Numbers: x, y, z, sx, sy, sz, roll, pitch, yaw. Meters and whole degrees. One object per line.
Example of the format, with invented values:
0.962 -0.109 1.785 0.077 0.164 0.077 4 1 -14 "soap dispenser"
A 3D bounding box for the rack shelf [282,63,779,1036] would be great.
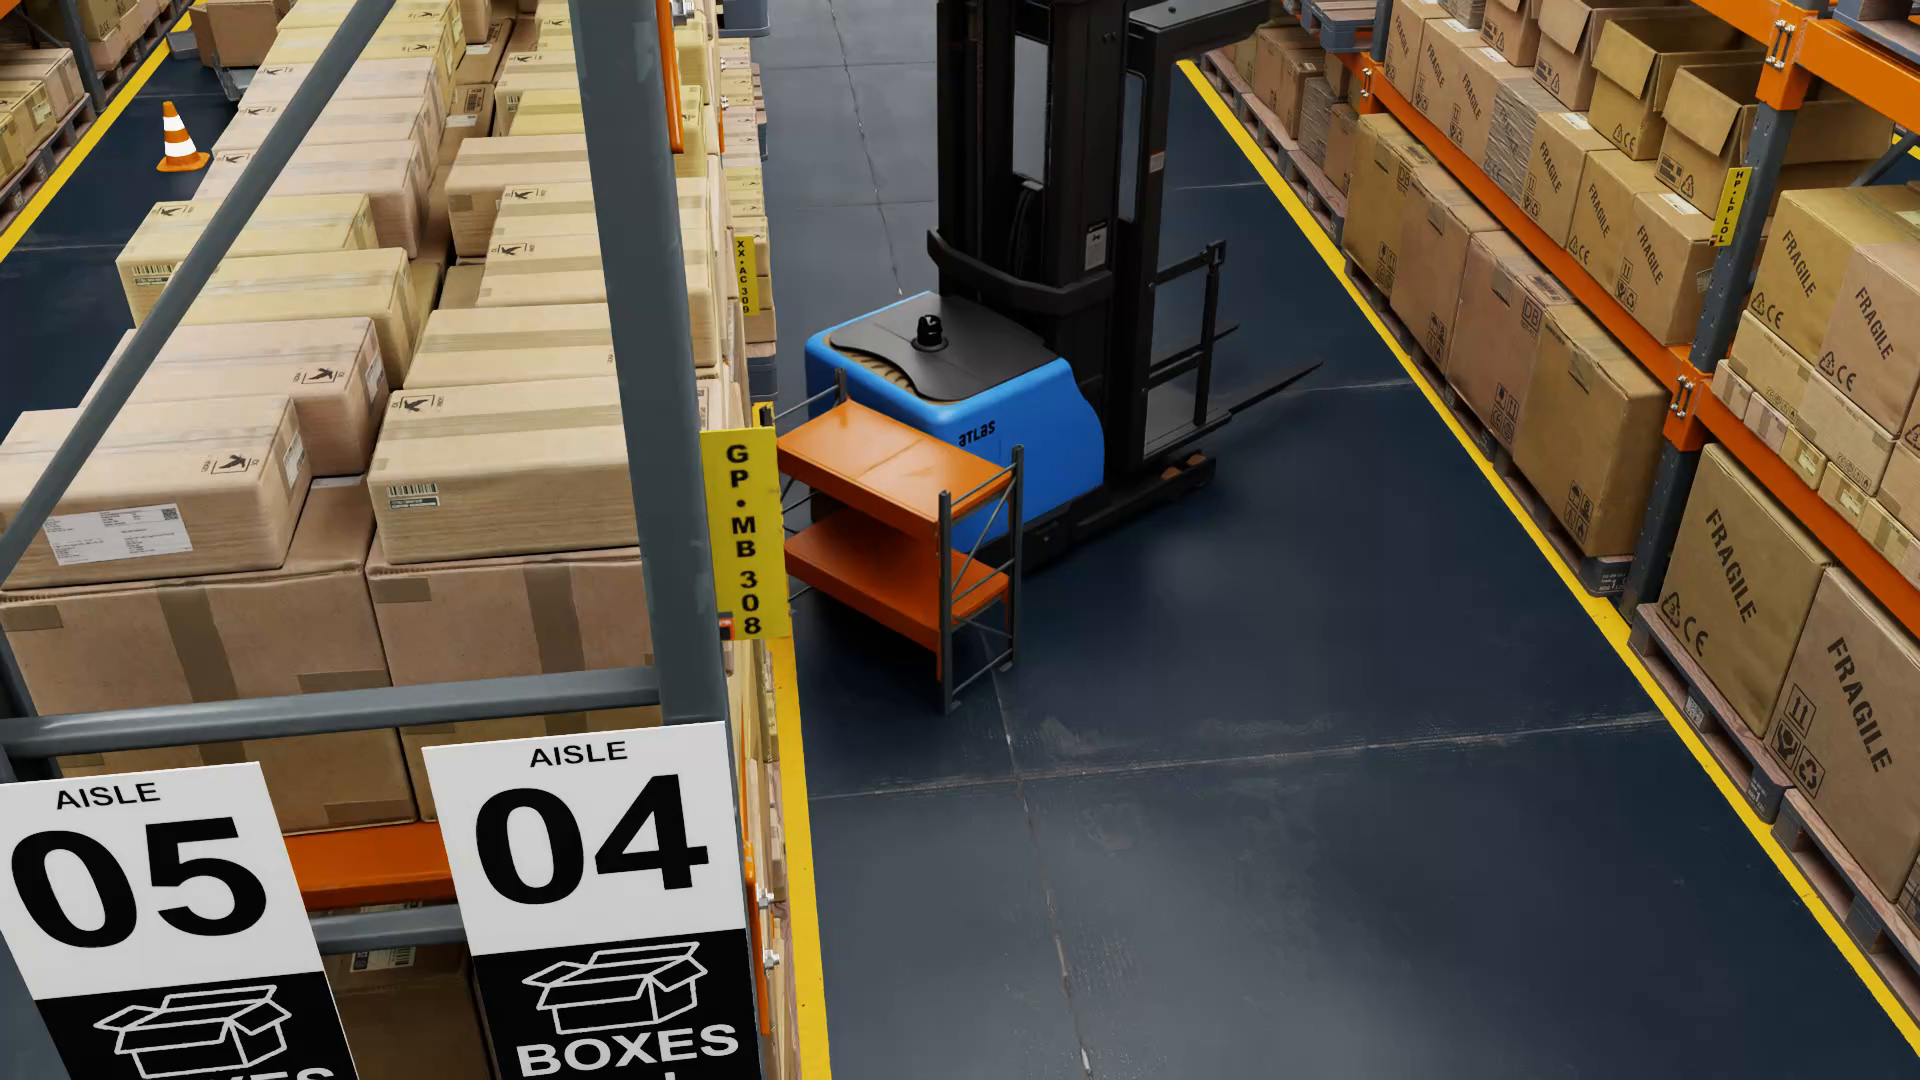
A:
-1.086 -0.419 4.176 1.077 0.370 4.000 -4 35 -6 "rack shelf"

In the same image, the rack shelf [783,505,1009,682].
-0.296 0.195 7.399 1.000 0.278 0.538 26 42 33 "rack shelf"

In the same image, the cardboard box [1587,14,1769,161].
3.399 -2.107 7.699 0.797 0.503 0.637 -4 34 -6 "cardboard box"

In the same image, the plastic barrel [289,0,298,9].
-6.082 -4.755 14.852 0.512 0.421 0.421 20 39 26 "plastic barrel"

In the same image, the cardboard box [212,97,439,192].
-1.294 -0.790 3.417 0.380 0.149 0.250 -4 34 -5 "cardboard box"

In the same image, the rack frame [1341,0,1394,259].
3.036 -3.144 10.200 1.000 3.000 0.127 -4 35 -6 "rack frame"

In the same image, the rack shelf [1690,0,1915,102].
3.305 -2.970 7.920 1.077 0.370 4.000 -4 35 -6 "rack shelf"

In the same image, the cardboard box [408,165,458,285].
-1.267 -0.554 3.424 0.500 0.250 0.500 -4 34 -6 "cardboard box"

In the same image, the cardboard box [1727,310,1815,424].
3.377 -0.691 6.469 0.500 0.250 0.500 -5 35 -7 "cardboard box"

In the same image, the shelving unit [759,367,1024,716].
-0.296 -0.007 7.261 1.048 1.125 0.538 26 42 33 "shelving unit"

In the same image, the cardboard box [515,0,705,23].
-0.982 -1.447 4.735 0.500 0.250 0.500 -6 35 -8 "cardboard box"

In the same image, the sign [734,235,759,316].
-0.818 -0.996 6.279 0.100 0.325 0.005 -4 35 -6 "sign"

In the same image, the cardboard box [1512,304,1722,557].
3.468 -0.563 7.926 1.225 0.875 0.875 -4 35 -6 "cardboard box"

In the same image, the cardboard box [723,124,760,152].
-1.094 -1.743 7.466 0.380 0.149 0.250 -5 35 -7 "cardboard box"

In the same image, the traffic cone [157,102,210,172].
-5.768 -2.991 12.228 0.336 0.463 0.334 -4 35 -6 "traffic cone"

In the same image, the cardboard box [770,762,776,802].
-0.913 0.899 6.426 0.380 0.149 0.250 -5 35 -8 "cardboard box"

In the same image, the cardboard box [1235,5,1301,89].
2.604 -3.913 13.157 0.700 0.500 0.500 -5 35 -7 "cardboard box"

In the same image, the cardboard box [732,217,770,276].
-0.952 -1.163 6.614 0.380 0.149 0.250 -3 34 -4 "cardboard box"

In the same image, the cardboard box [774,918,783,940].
-0.747 1.347 5.240 0.380 0.149 0.250 -4 34 -6 "cardboard box"

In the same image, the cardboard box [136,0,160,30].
-7.291 -4.605 14.413 0.500 0.250 0.500 -5 35 -7 "cardboard box"

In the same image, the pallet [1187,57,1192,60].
2.372 -4.596 14.806 1.003 0.211 1.213 -4 35 -6 "pallet"

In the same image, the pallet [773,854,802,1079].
-1.062 1.614 5.694 1.003 0.211 1.213 -4 35 -6 "pallet"

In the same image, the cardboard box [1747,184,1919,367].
3.385 -0.996 6.251 0.500 0.500 0.500 -4 35 -6 "cardboard box"

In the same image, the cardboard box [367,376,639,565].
-0.635 -0.107 2.415 0.380 0.149 0.250 -5 35 -7 "cardboard box"

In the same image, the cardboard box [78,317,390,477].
-1.110 -0.216 2.575 0.380 0.149 0.250 -4 34 -6 "cardboard box"

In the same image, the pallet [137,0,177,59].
-7.615 -4.528 14.706 1.003 0.211 1.213 -4 35 -6 "pallet"

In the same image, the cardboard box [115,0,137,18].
-7.218 -4.620 13.769 0.500 0.500 0.500 -3 34 -4 "cardboard box"

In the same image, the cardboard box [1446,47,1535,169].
2.975 -2.320 8.902 0.500 0.500 0.500 -5 35 -7 "cardboard box"

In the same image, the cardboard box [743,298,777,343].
-0.952 -0.917 6.782 0.380 0.149 0.250 -6 35 -9 "cardboard box"

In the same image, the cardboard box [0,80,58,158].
-7.149 -3.020 11.978 0.950 0.372 0.625 -2 34 -3 "cardboard box"

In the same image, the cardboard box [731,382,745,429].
-0.808 -0.065 4.442 0.500 0.500 0.500 -5 35 -8 "cardboard box"

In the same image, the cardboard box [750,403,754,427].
-1.264 -0.461 8.109 0.500 0.500 0.500 -3 34 -4 "cardboard box"

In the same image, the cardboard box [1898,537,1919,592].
3.459 0.106 5.655 0.380 0.149 0.250 -4 34 -6 "cardboard box"

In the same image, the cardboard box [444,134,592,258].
-0.787 -0.679 3.255 0.380 0.149 0.250 -3 34 -5 "cardboard box"

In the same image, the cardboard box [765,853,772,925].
-0.701 0.907 3.902 0.500 0.500 0.500 -4 35 -6 "cardboard box"

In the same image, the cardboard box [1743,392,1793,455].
3.319 -0.471 6.501 0.380 0.149 0.250 -5 35 -8 "cardboard box"

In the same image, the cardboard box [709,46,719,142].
-0.966 -1.237 4.871 0.500 0.250 0.500 -4 35 -7 "cardboard box"

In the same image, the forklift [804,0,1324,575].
0.695 -1.614 8.016 3.031 2.935 1.130 -27 42 -33 "forklift"

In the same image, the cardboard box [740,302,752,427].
-1.010 -0.508 5.979 0.500 0.500 0.500 -4 35 -6 "cardboard box"

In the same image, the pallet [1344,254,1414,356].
3.067 -1.546 10.331 1.003 0.211 1.213 -4 35 -6 "pallet"

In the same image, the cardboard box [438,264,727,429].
-0.690 -0.300 3.053 0.500 0.250 0.500 -5 35 -7 "cardboard box"

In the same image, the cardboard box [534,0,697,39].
-0.842 -1.268 4.118 0.380 0.149 0.250 -5 35 -7 "cardboard box"

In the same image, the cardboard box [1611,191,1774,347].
3.240 -1.193 7.249 0.500 0.500 0.500 -4 35 -6 "cardboard box"

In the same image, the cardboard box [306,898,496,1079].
-1.125 0.826 3.134 0.500 0.500 0.500 -5 35 -7 "cardboard box"

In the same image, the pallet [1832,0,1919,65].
3.673 -1.657 5.433 1.003 0.211 1.213 -4 35 -6 "pallet"

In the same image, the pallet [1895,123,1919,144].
7.717 -3.481 13.171 1.003 0.211 1.213 -4 35 -6 "pallet"

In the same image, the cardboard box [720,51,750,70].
-1.240 -2.331 8.329 0.380 0.149 0.250 -4 35 -6 "cardboard box"

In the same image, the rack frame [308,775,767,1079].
-0.817 1.640 3.180 1.000 3.000 0.127 -4 35 -6 "rack frame"

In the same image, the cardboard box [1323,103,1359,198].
2.926 -2.665 11.326 0.700 0.500 0.500 -6 35 -9 "cardboard box"
